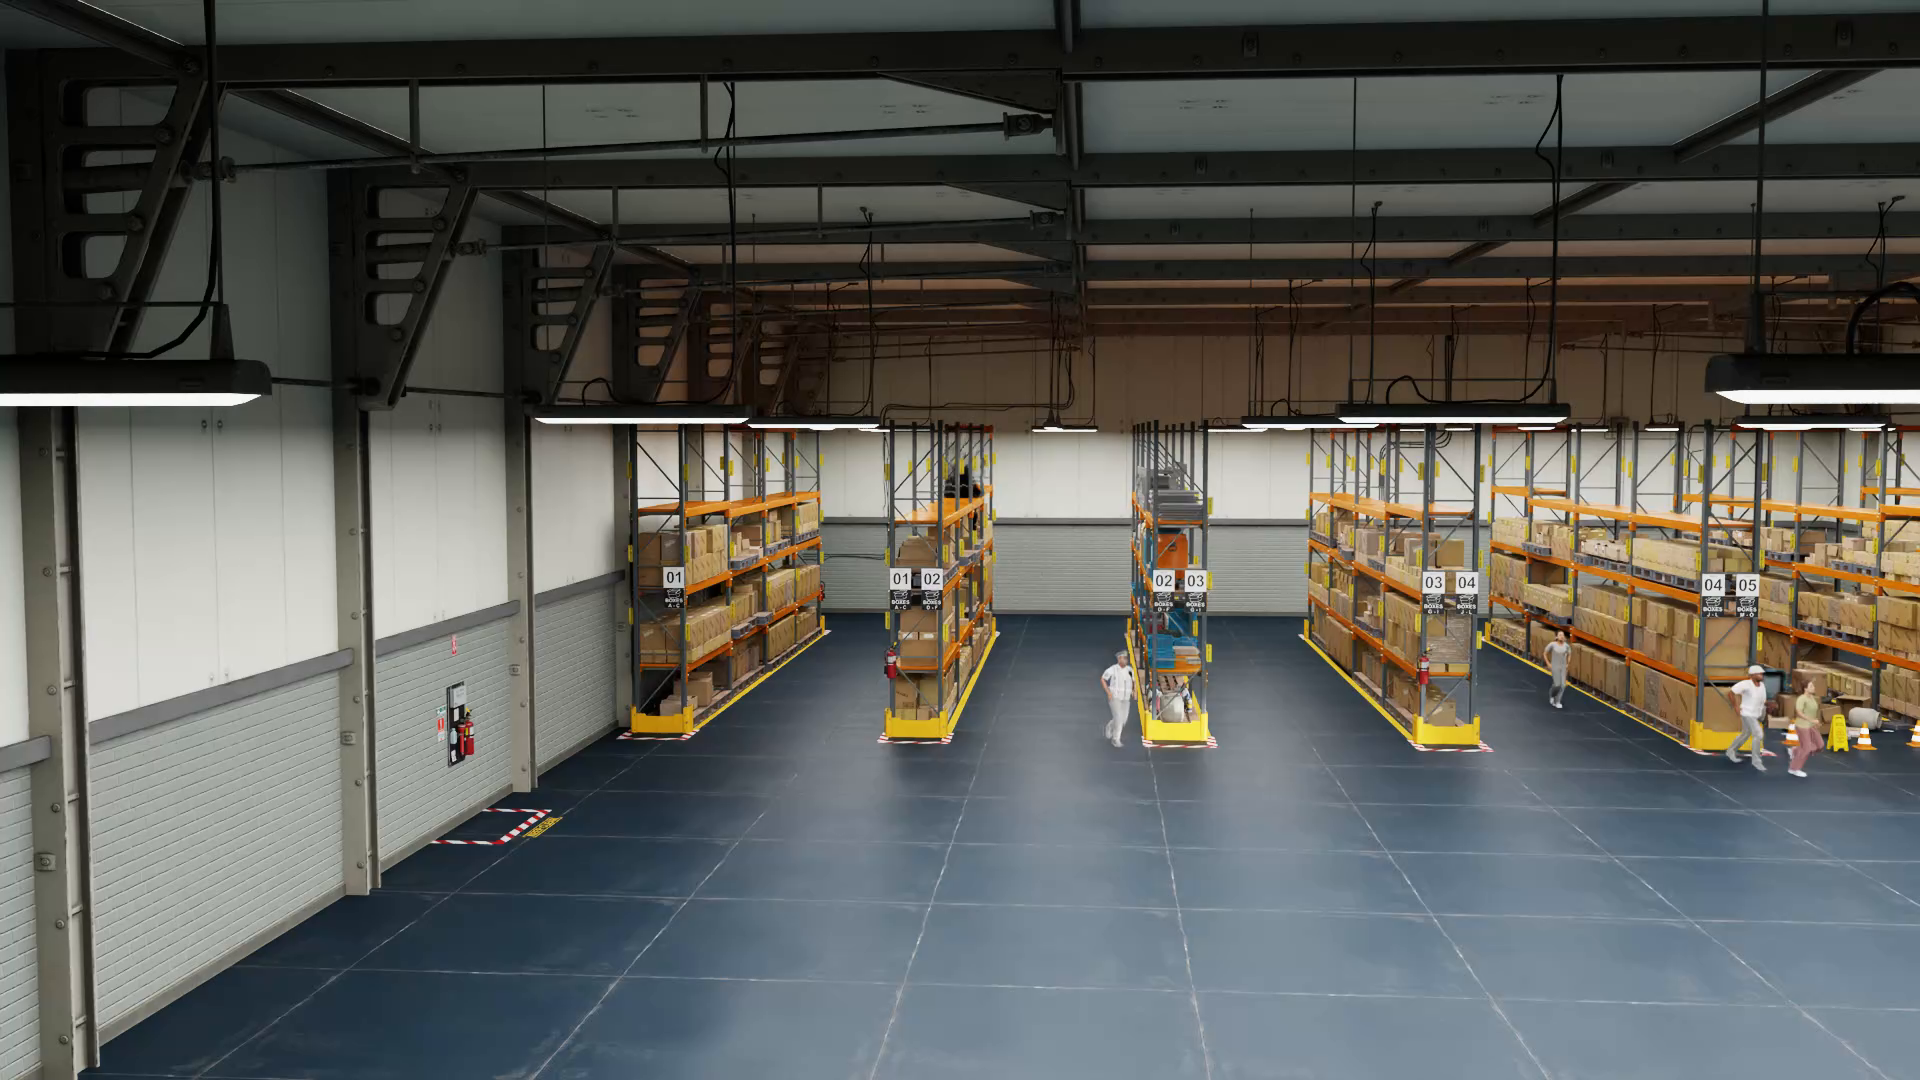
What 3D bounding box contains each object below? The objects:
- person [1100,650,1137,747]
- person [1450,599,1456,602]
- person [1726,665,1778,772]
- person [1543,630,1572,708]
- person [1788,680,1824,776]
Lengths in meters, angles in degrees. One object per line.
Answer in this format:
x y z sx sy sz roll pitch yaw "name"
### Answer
2.949 2.915 30.823 0.716 1.750 0.689 -2 4 -26 "person"
13.352 2.056 44.968 0.572 1.661 0.785 1 4 11 "person"
13.585 3.037 28.600 0.631 1.798 0.870 -3 5 -37 "person"
12.553 2.709 34.880 0.569 1.614 0.512 0 4 1 "person"
14.220 3.151 27.927 0.609 1.632 0.602 -3 5 -39 "person"
